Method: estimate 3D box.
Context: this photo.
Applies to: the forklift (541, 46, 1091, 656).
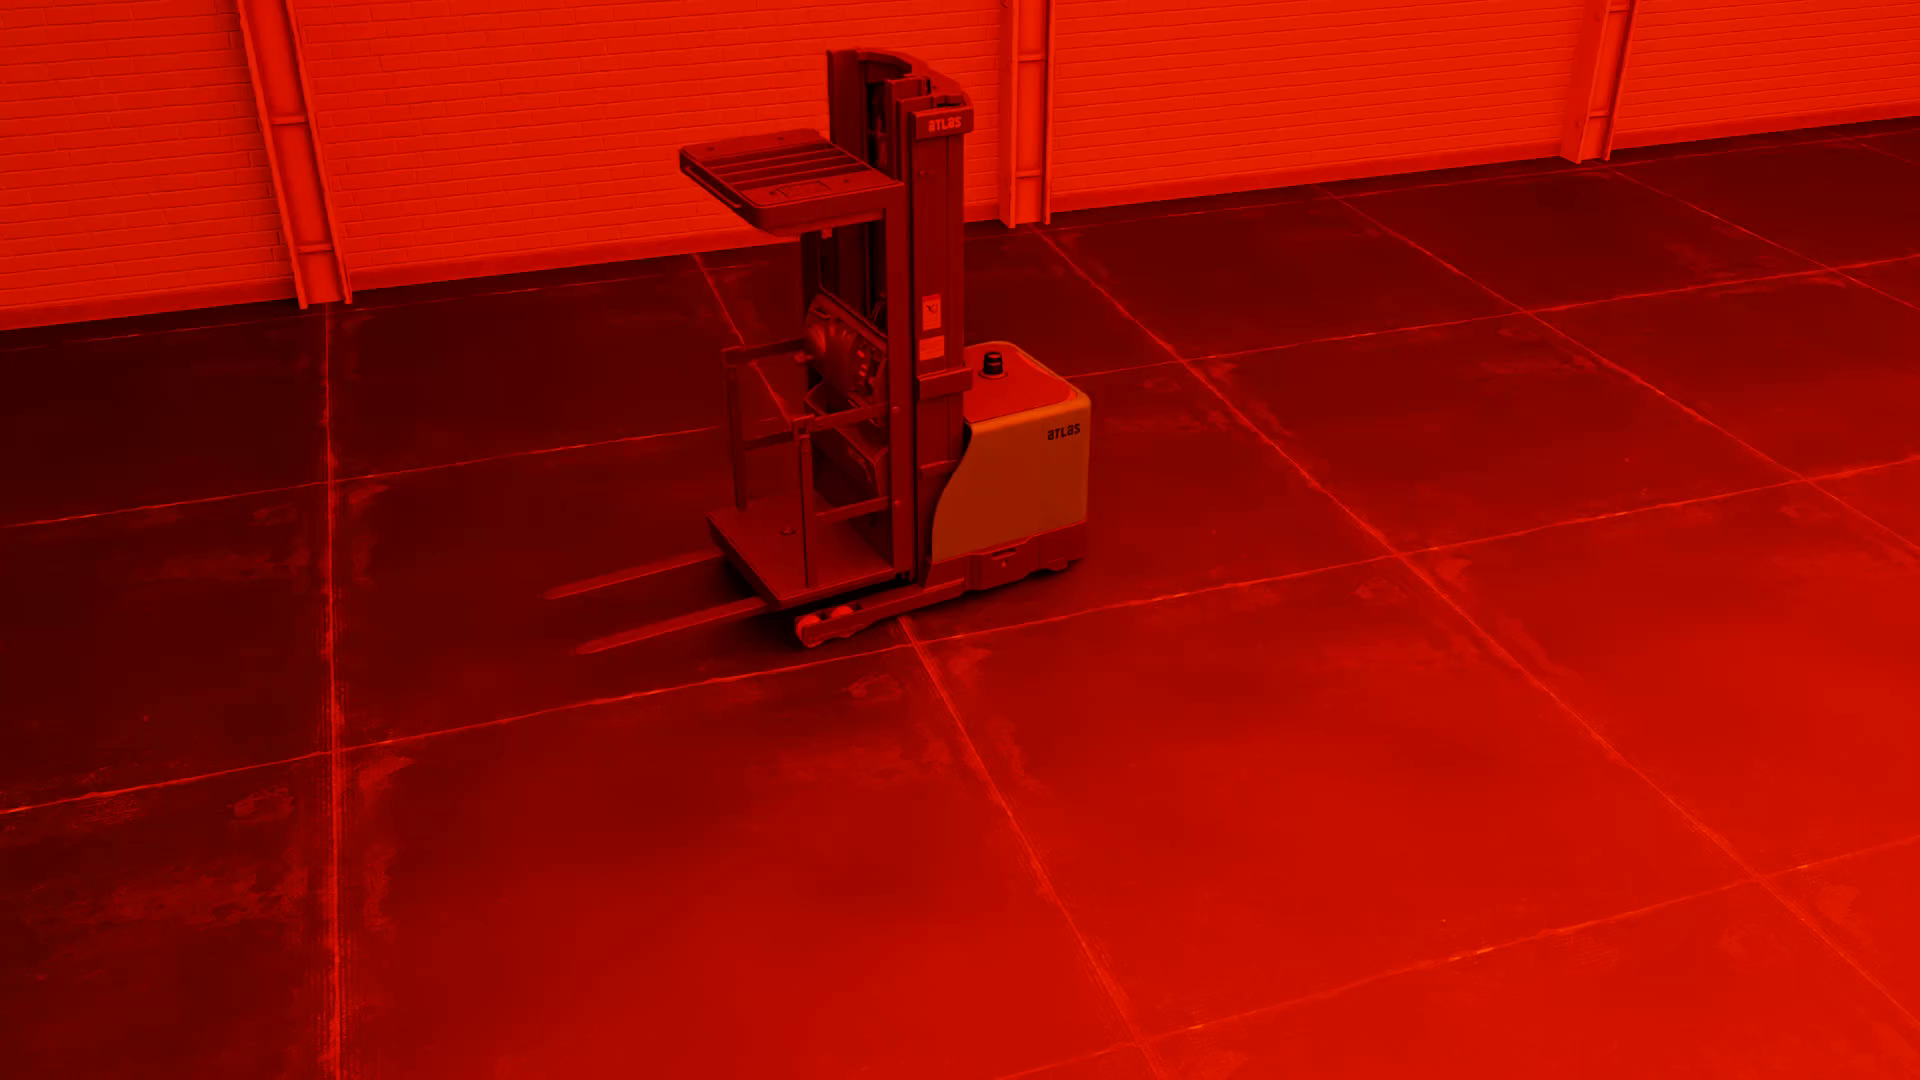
[{"bbox_3d":[-0.795,-0.993,8.812,3.031,2.935,1.130,-15,33,-24],"label":"forklift"}]
